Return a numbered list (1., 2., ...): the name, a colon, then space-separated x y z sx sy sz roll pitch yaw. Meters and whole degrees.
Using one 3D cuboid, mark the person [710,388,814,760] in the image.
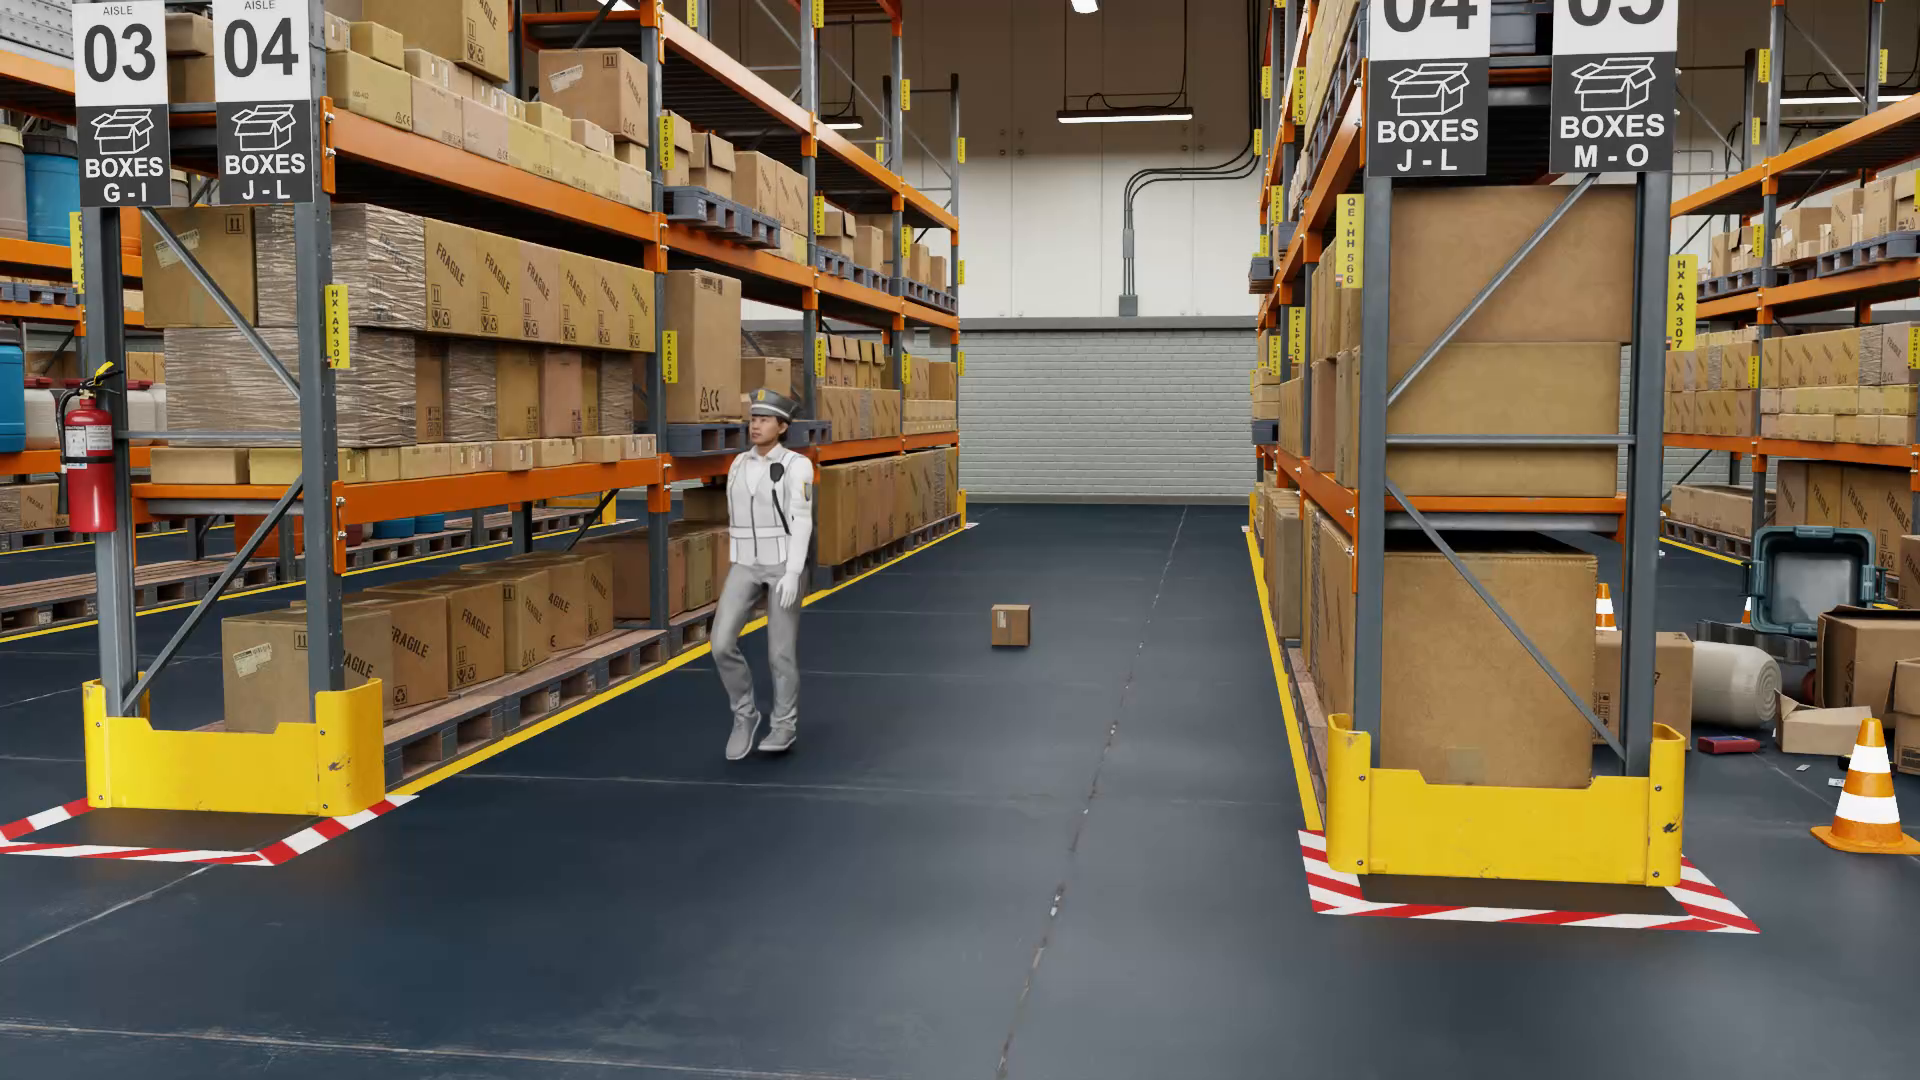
1. person: -0.901 0.162 7.644 0.477 1.720 0.461 2 5 18
